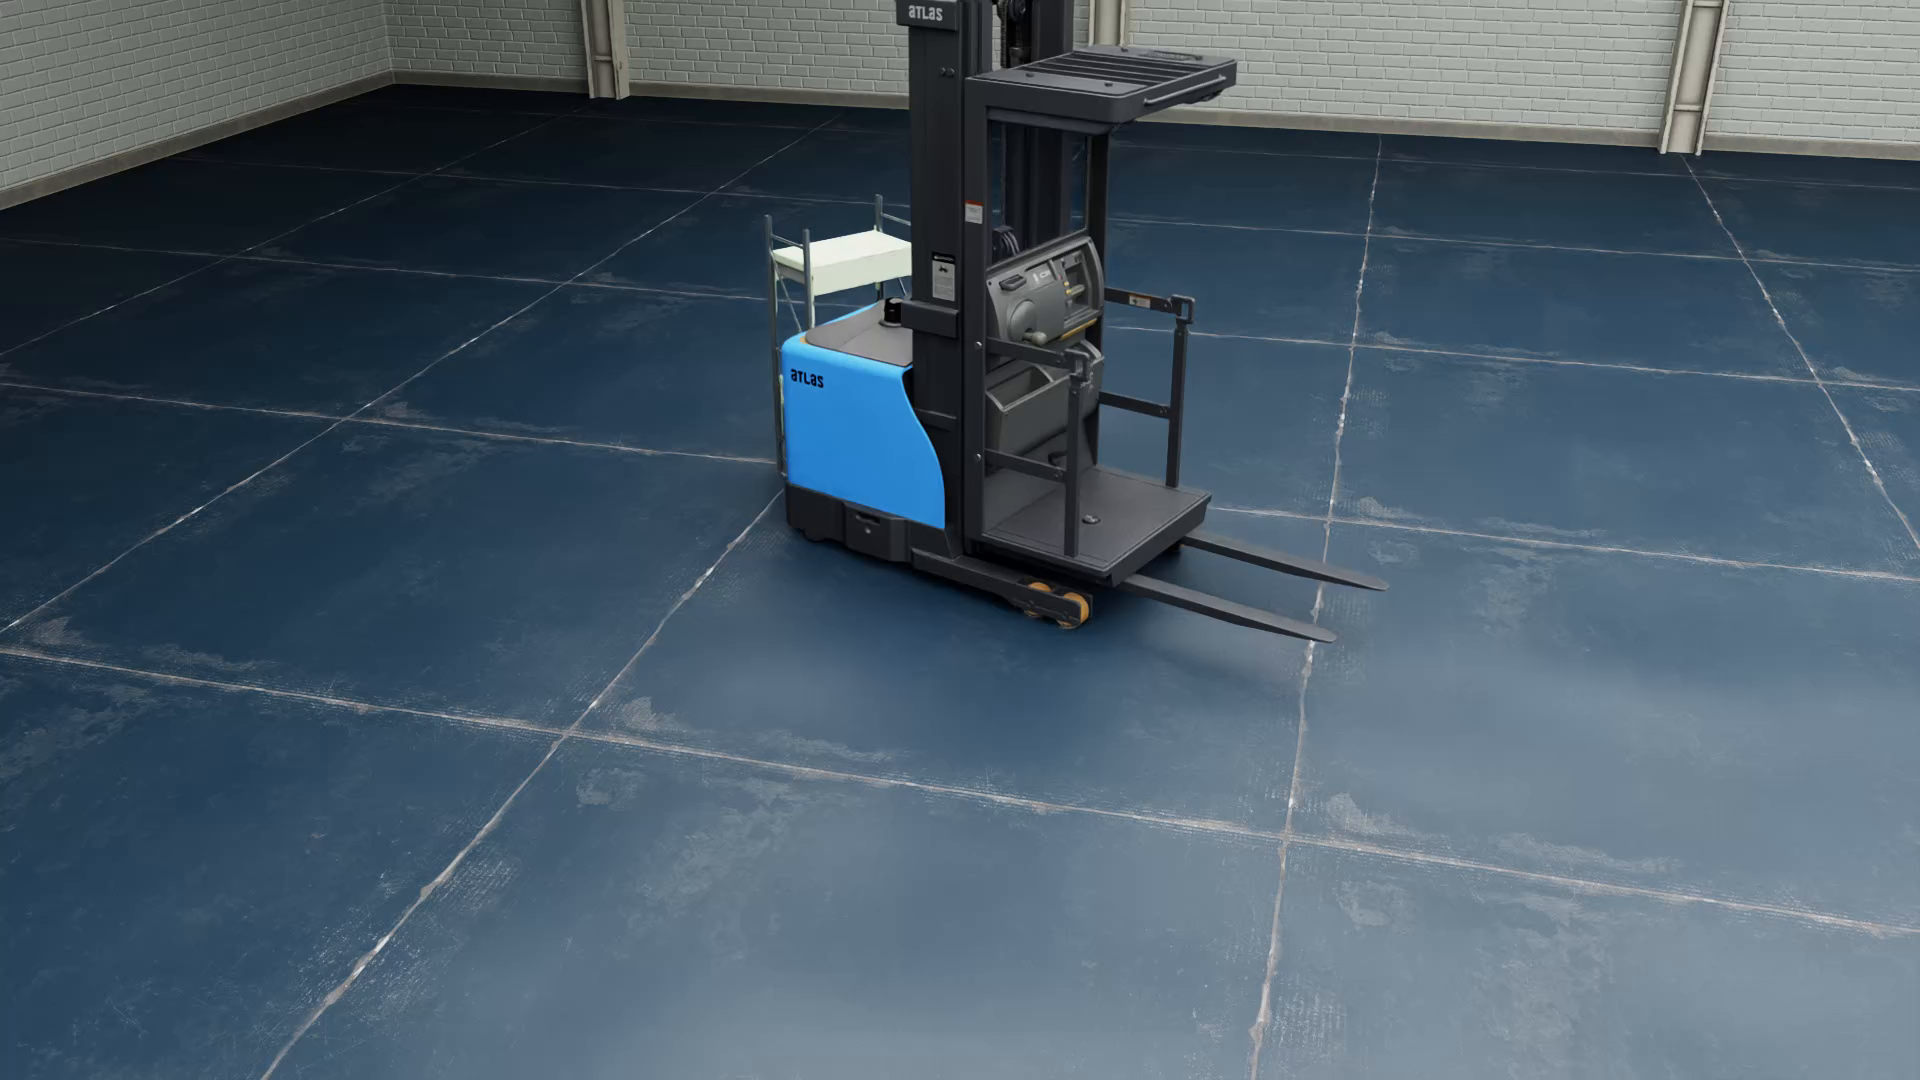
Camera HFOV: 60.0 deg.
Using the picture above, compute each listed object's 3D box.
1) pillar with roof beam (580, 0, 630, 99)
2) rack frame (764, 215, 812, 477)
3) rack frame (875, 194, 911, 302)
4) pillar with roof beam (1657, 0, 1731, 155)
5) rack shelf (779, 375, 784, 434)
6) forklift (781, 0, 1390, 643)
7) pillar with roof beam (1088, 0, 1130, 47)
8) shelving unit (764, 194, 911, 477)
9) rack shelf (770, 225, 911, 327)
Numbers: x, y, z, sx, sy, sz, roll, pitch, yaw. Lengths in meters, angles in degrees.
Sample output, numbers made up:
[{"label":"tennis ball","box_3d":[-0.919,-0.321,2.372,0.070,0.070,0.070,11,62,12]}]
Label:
[{"label":"pillar with roof beam","box_3d":[-5.259,-7.582,14.206,0.400,9.000,9.100,6,26,13]},{"label":"rack frame","box_3d":[-0.916,-0.999,9.103,0.023,1.500,0.400,-19,31,-34]},{"label":"rack frame","box_3d":[-0.343,-1.195,9.514,0.023,1.500,0.400,-19,31,-34]},{"label":"pillar with roof beam","box_3d":[6.363,-6.297,11.508,0.400,9.000,9.100,6,26,13]},{"label":"rack shelf","box_3d":[-0.630,-0.802,9.448,0.720,0.370,0.431,-19,31,-34]},{"label":"forklift","box_3d":[0.582,-1.164,7.786,3.031,2.935,1.130,17,30,31]},{"label":"pillar with roof beam","box_3d":[0.552,-6.939,12.857,0.400,9.000,9.100,6,26,13]},{"label":"shelving unit","box_3d":[-0.630,-1.097,9.308,0.755,1.500,0.431,-19,31,-34]},{"label":"rack shelf","box_3d":[-0.630,-1.449,9.141,0.720,0.370,0.431,-19,31,-34]}]
